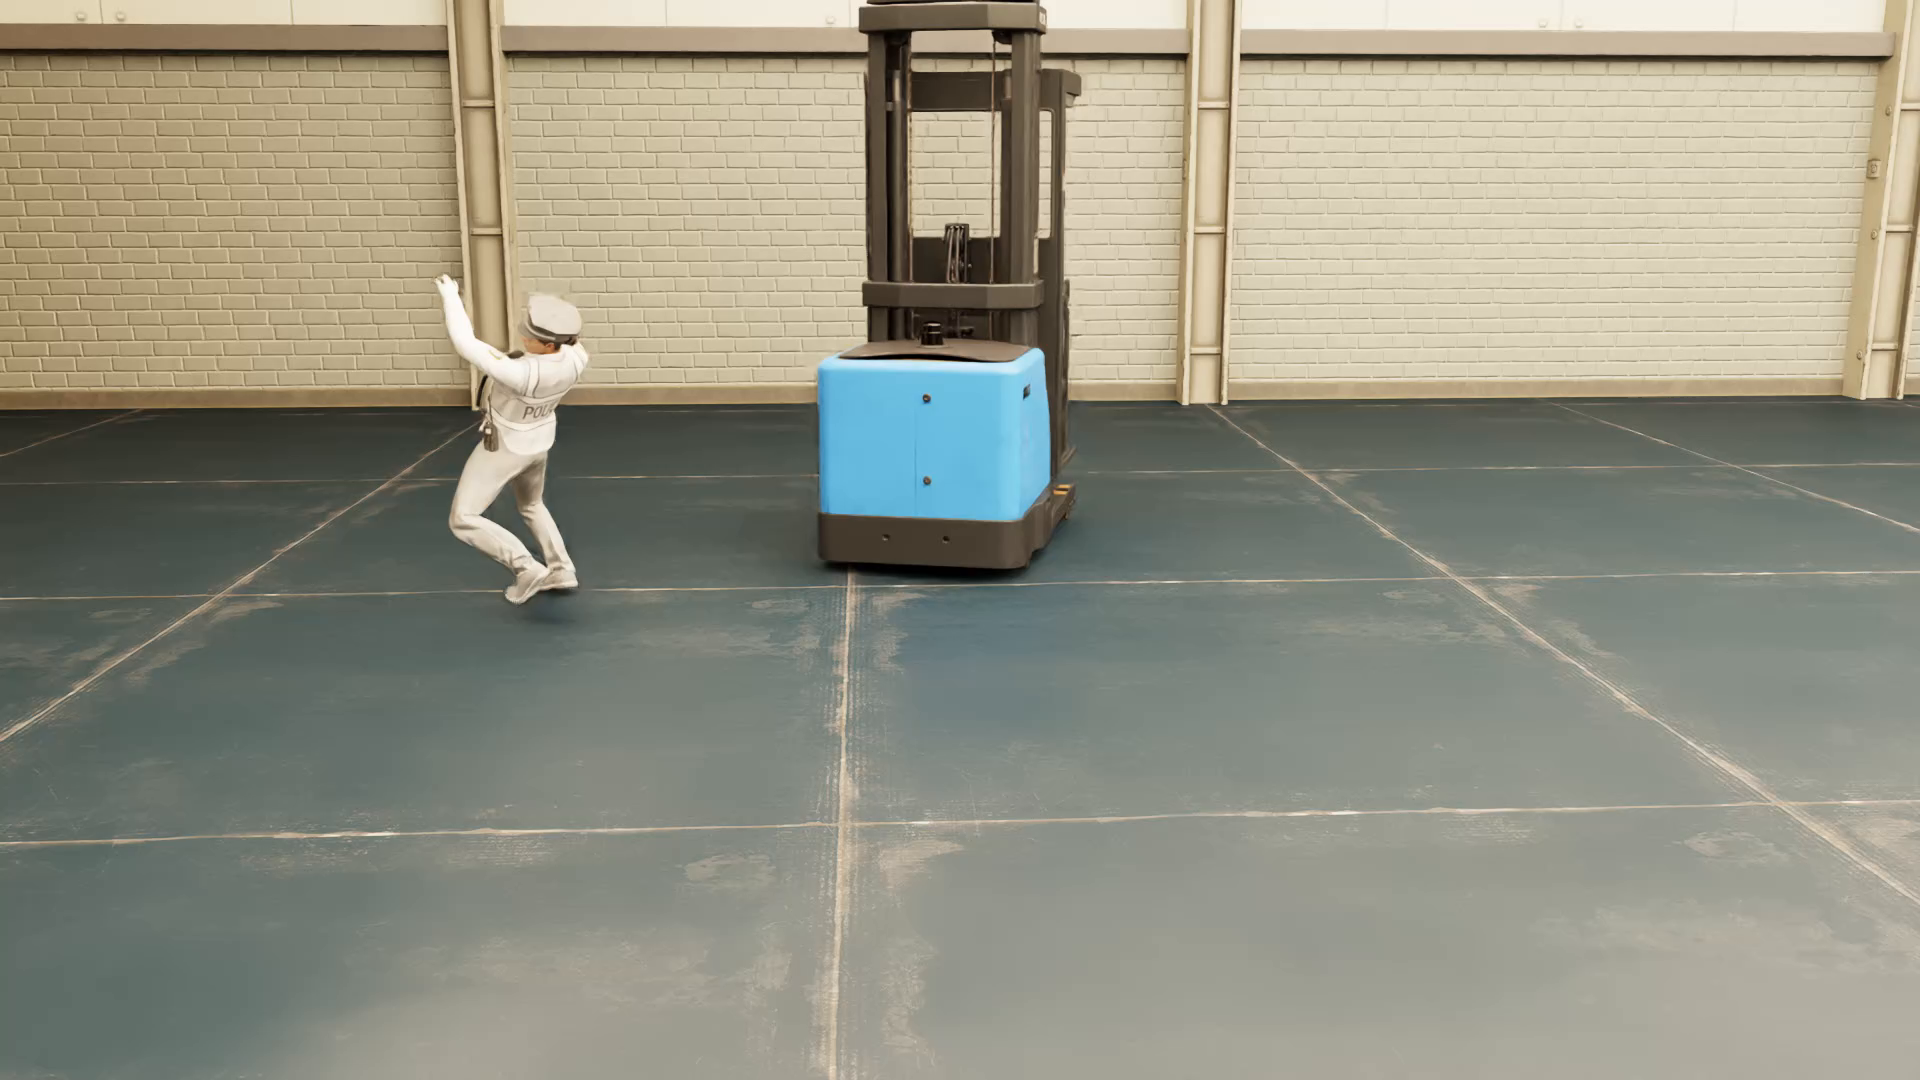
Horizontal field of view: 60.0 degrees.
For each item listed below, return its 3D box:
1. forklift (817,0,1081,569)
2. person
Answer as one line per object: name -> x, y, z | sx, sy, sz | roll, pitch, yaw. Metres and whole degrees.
forklift -> 0.074, -1.561, 9.362 | 1.130, 2.935, 3.031 | 2, 13, 11
person -> -1.927, -0.495, 7.801 | 0.716, 1.515, 0.979 | 4, 13, 18
